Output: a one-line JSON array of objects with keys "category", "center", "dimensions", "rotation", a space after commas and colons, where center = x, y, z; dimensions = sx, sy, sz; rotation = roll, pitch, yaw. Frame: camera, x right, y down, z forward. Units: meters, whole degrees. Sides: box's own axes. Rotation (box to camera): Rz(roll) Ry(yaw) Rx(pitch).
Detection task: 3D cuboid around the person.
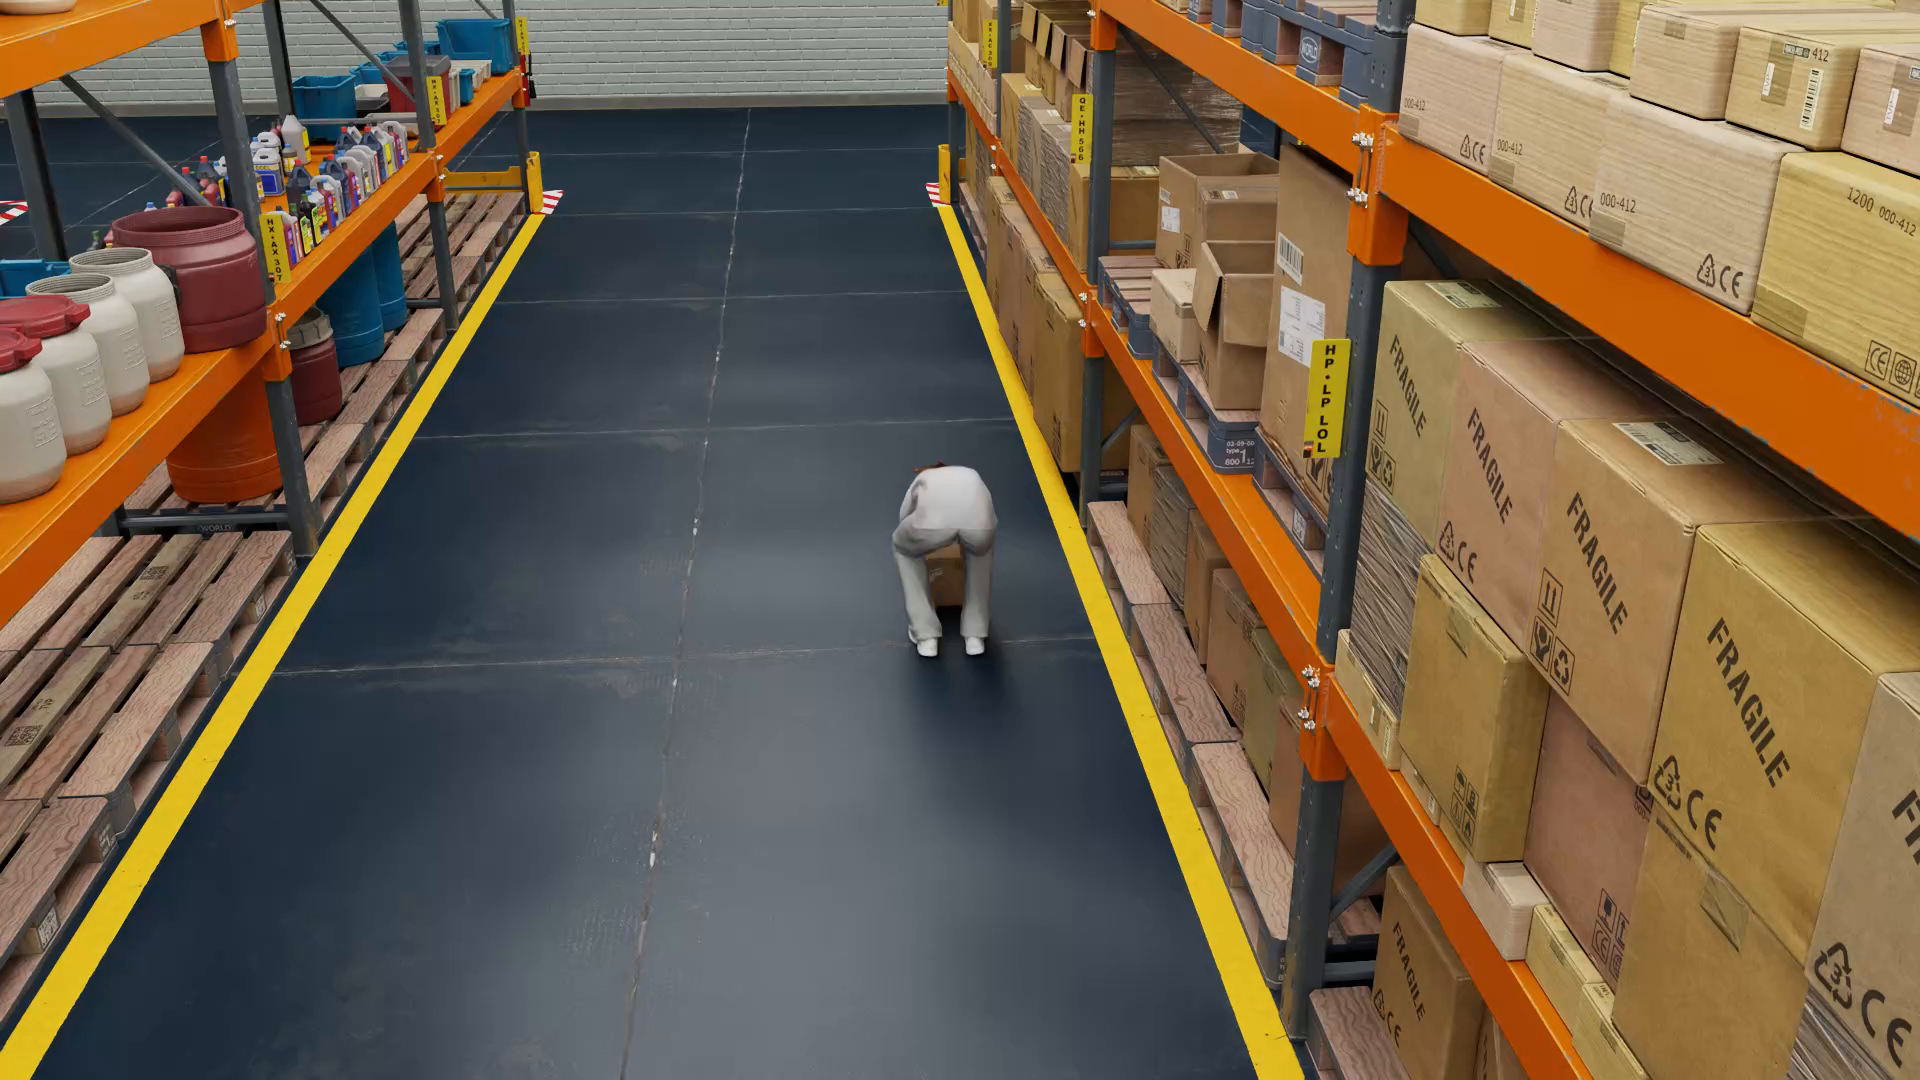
[{"category": "person", "center": [-0.072, 0.022, 7.569], "dimensions": [0.474, 0.852, 0.852], "rotation": [-3, 24, -8]}]
